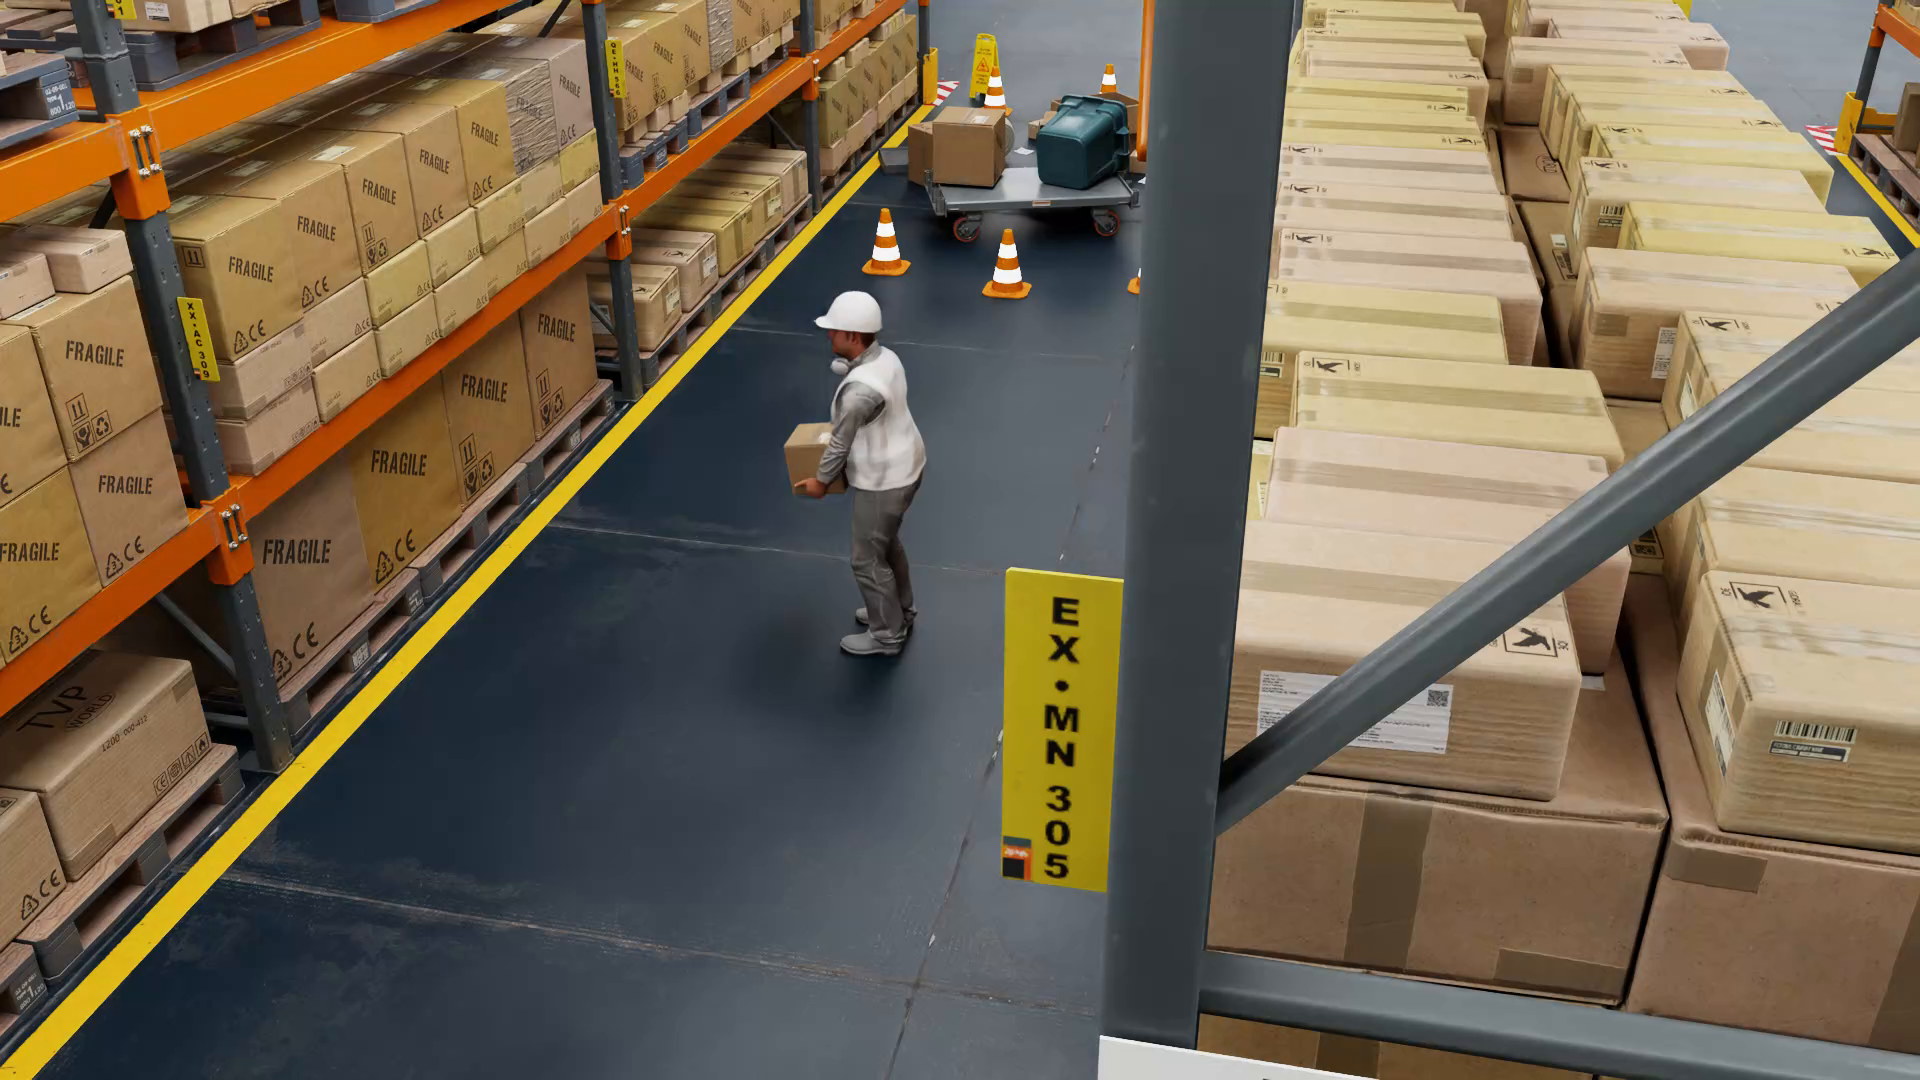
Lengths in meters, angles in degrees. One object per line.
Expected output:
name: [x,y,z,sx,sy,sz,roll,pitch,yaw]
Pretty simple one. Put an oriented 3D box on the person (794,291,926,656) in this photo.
person: [-0.456,-0.302,7.666,0.575,1.765,0.488,5,29,10]
